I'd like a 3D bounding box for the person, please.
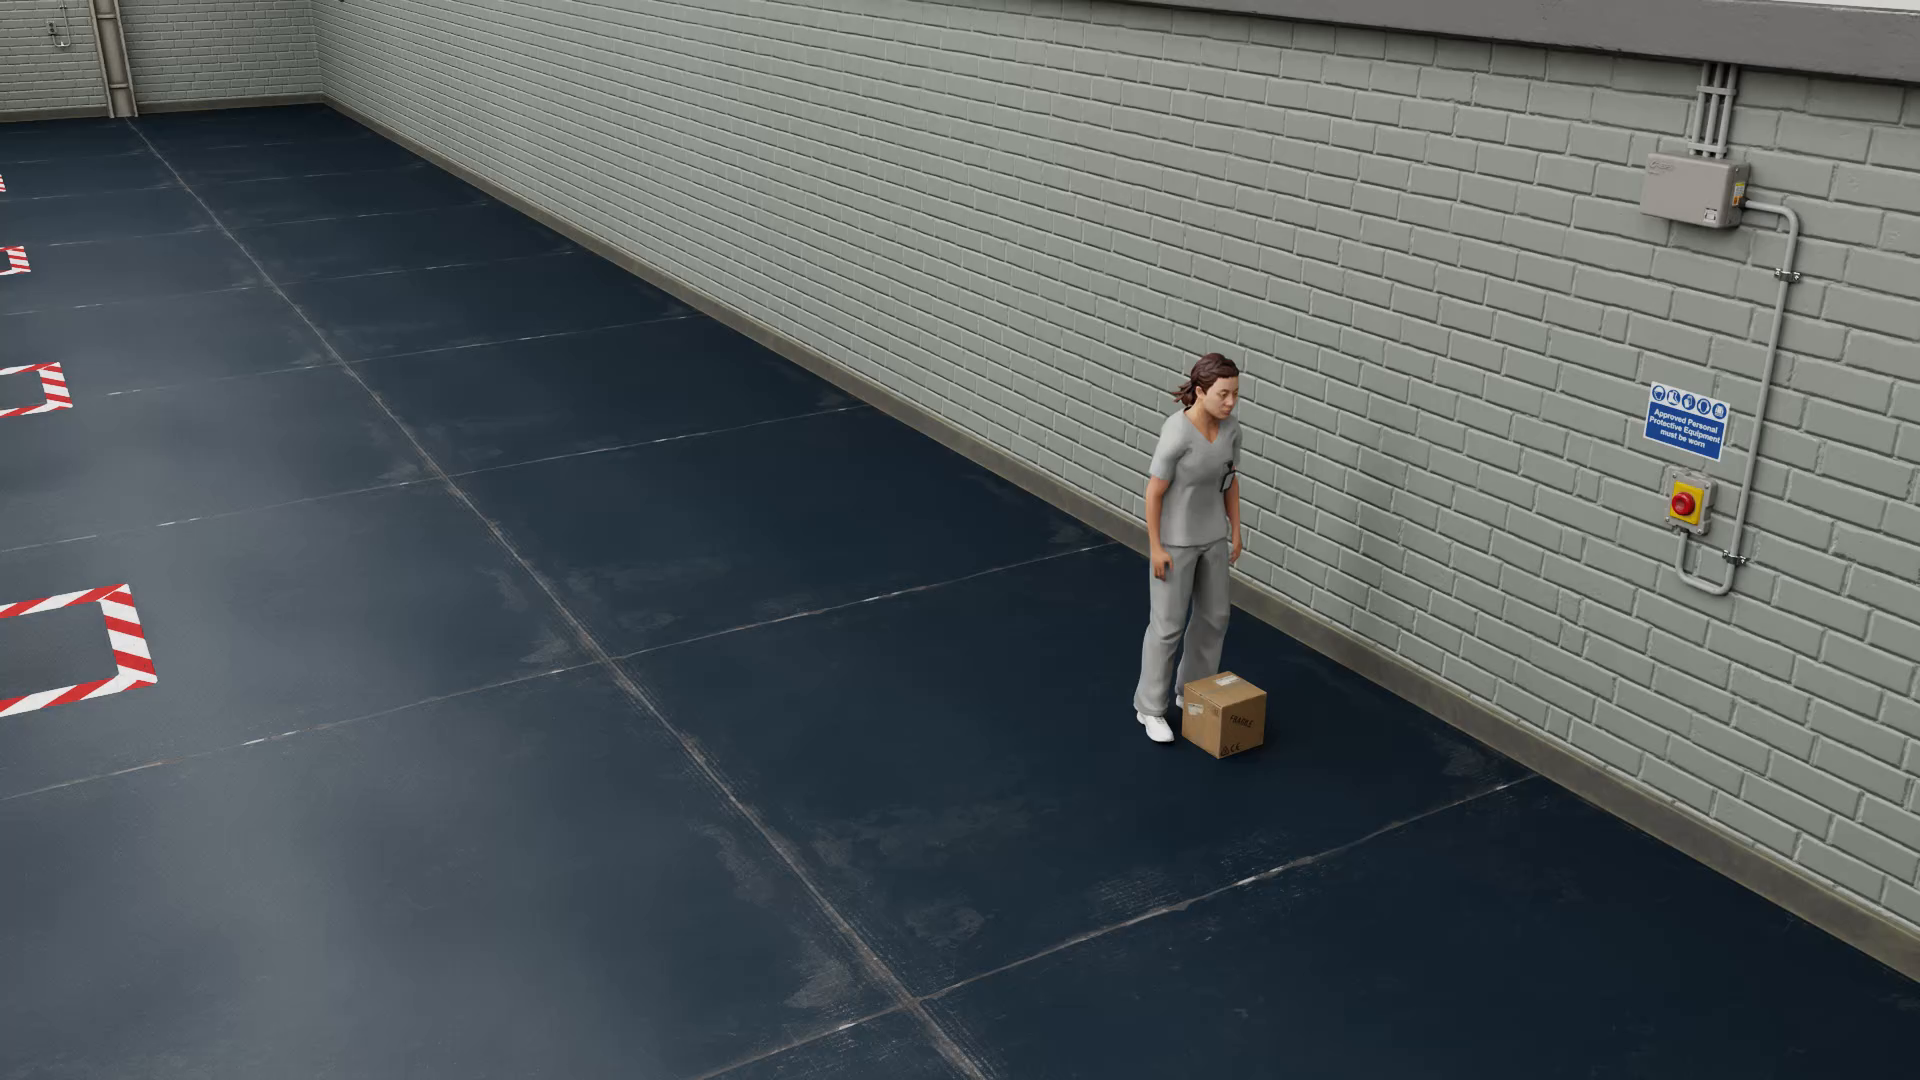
[{"bbox_3d":[0.990,0.013,7.058,0.502,1.672,0.353,-13,25,-29],"label":"person"}]
